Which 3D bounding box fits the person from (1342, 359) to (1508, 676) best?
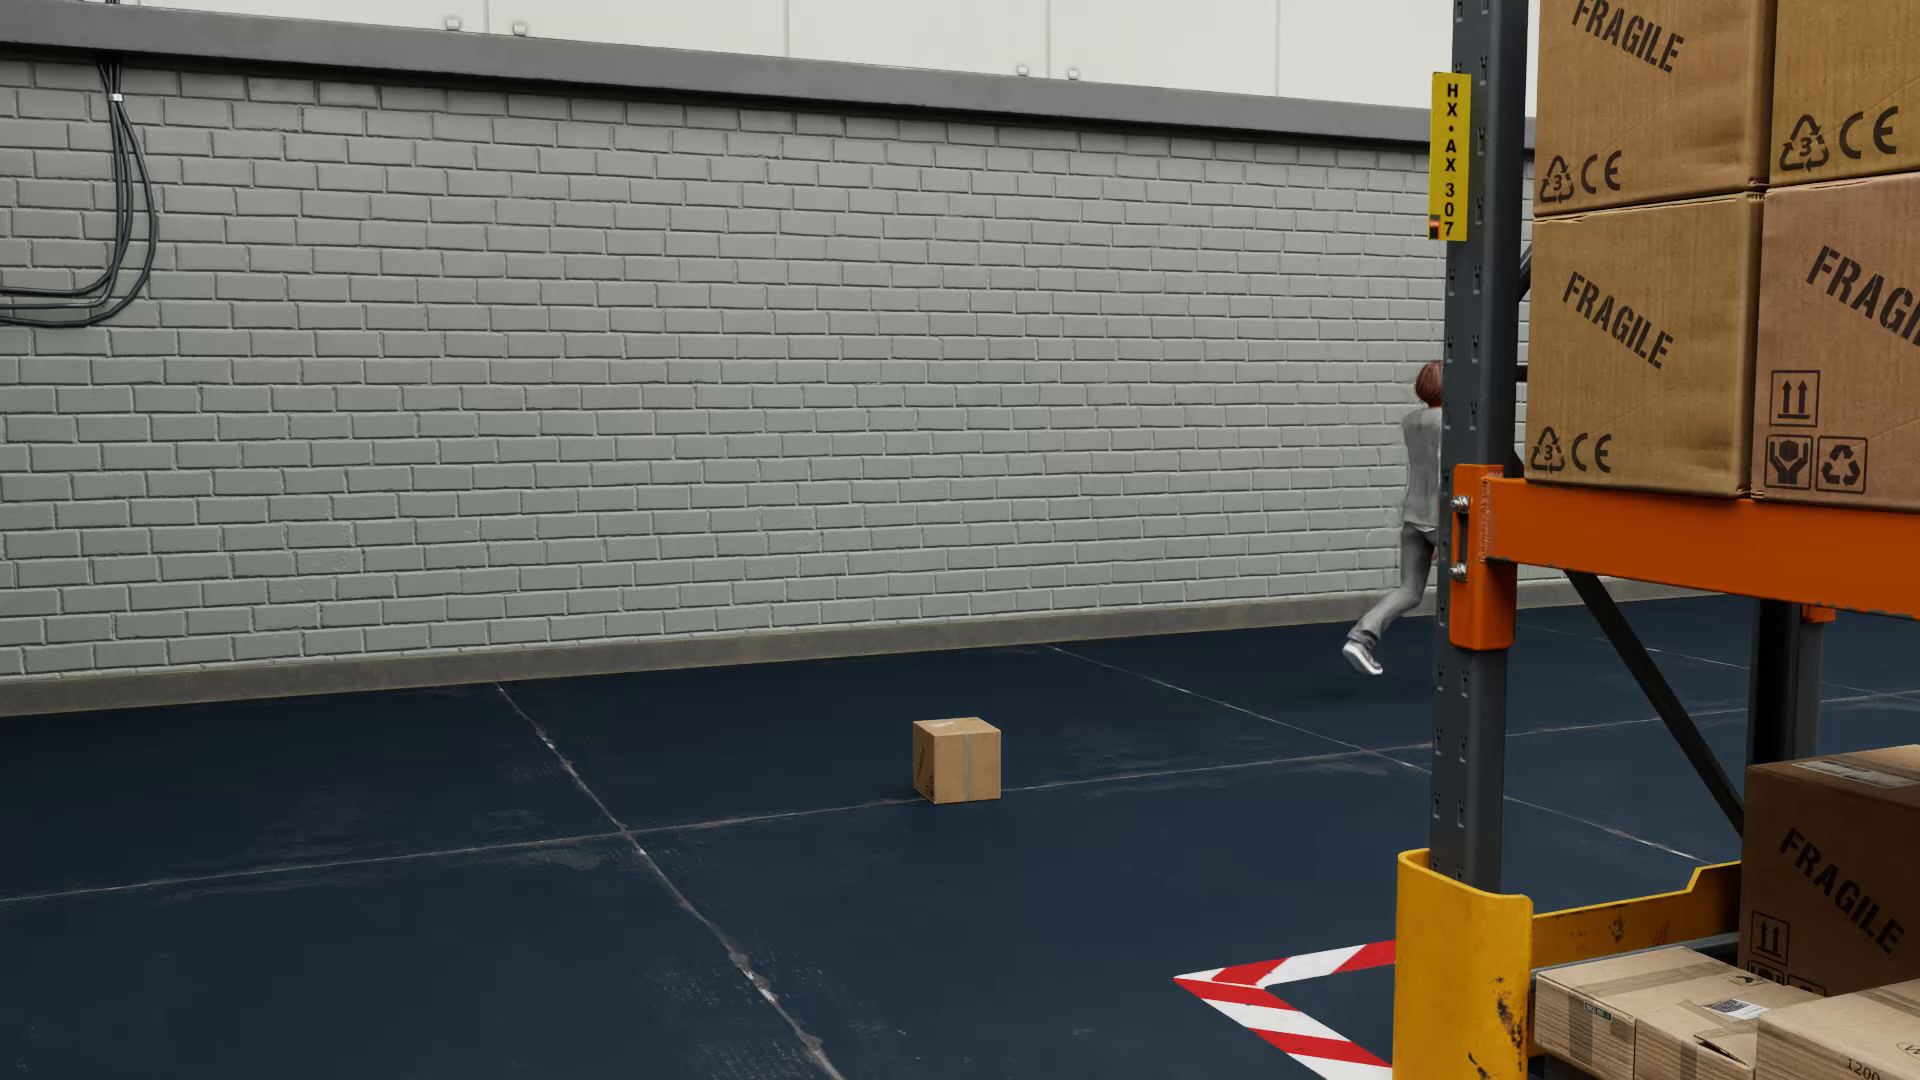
[{"bbox_3d":[2.230,-0.075,7.889,0.892,1.547,0.408,-3,6,-26],"label":"person"}]
